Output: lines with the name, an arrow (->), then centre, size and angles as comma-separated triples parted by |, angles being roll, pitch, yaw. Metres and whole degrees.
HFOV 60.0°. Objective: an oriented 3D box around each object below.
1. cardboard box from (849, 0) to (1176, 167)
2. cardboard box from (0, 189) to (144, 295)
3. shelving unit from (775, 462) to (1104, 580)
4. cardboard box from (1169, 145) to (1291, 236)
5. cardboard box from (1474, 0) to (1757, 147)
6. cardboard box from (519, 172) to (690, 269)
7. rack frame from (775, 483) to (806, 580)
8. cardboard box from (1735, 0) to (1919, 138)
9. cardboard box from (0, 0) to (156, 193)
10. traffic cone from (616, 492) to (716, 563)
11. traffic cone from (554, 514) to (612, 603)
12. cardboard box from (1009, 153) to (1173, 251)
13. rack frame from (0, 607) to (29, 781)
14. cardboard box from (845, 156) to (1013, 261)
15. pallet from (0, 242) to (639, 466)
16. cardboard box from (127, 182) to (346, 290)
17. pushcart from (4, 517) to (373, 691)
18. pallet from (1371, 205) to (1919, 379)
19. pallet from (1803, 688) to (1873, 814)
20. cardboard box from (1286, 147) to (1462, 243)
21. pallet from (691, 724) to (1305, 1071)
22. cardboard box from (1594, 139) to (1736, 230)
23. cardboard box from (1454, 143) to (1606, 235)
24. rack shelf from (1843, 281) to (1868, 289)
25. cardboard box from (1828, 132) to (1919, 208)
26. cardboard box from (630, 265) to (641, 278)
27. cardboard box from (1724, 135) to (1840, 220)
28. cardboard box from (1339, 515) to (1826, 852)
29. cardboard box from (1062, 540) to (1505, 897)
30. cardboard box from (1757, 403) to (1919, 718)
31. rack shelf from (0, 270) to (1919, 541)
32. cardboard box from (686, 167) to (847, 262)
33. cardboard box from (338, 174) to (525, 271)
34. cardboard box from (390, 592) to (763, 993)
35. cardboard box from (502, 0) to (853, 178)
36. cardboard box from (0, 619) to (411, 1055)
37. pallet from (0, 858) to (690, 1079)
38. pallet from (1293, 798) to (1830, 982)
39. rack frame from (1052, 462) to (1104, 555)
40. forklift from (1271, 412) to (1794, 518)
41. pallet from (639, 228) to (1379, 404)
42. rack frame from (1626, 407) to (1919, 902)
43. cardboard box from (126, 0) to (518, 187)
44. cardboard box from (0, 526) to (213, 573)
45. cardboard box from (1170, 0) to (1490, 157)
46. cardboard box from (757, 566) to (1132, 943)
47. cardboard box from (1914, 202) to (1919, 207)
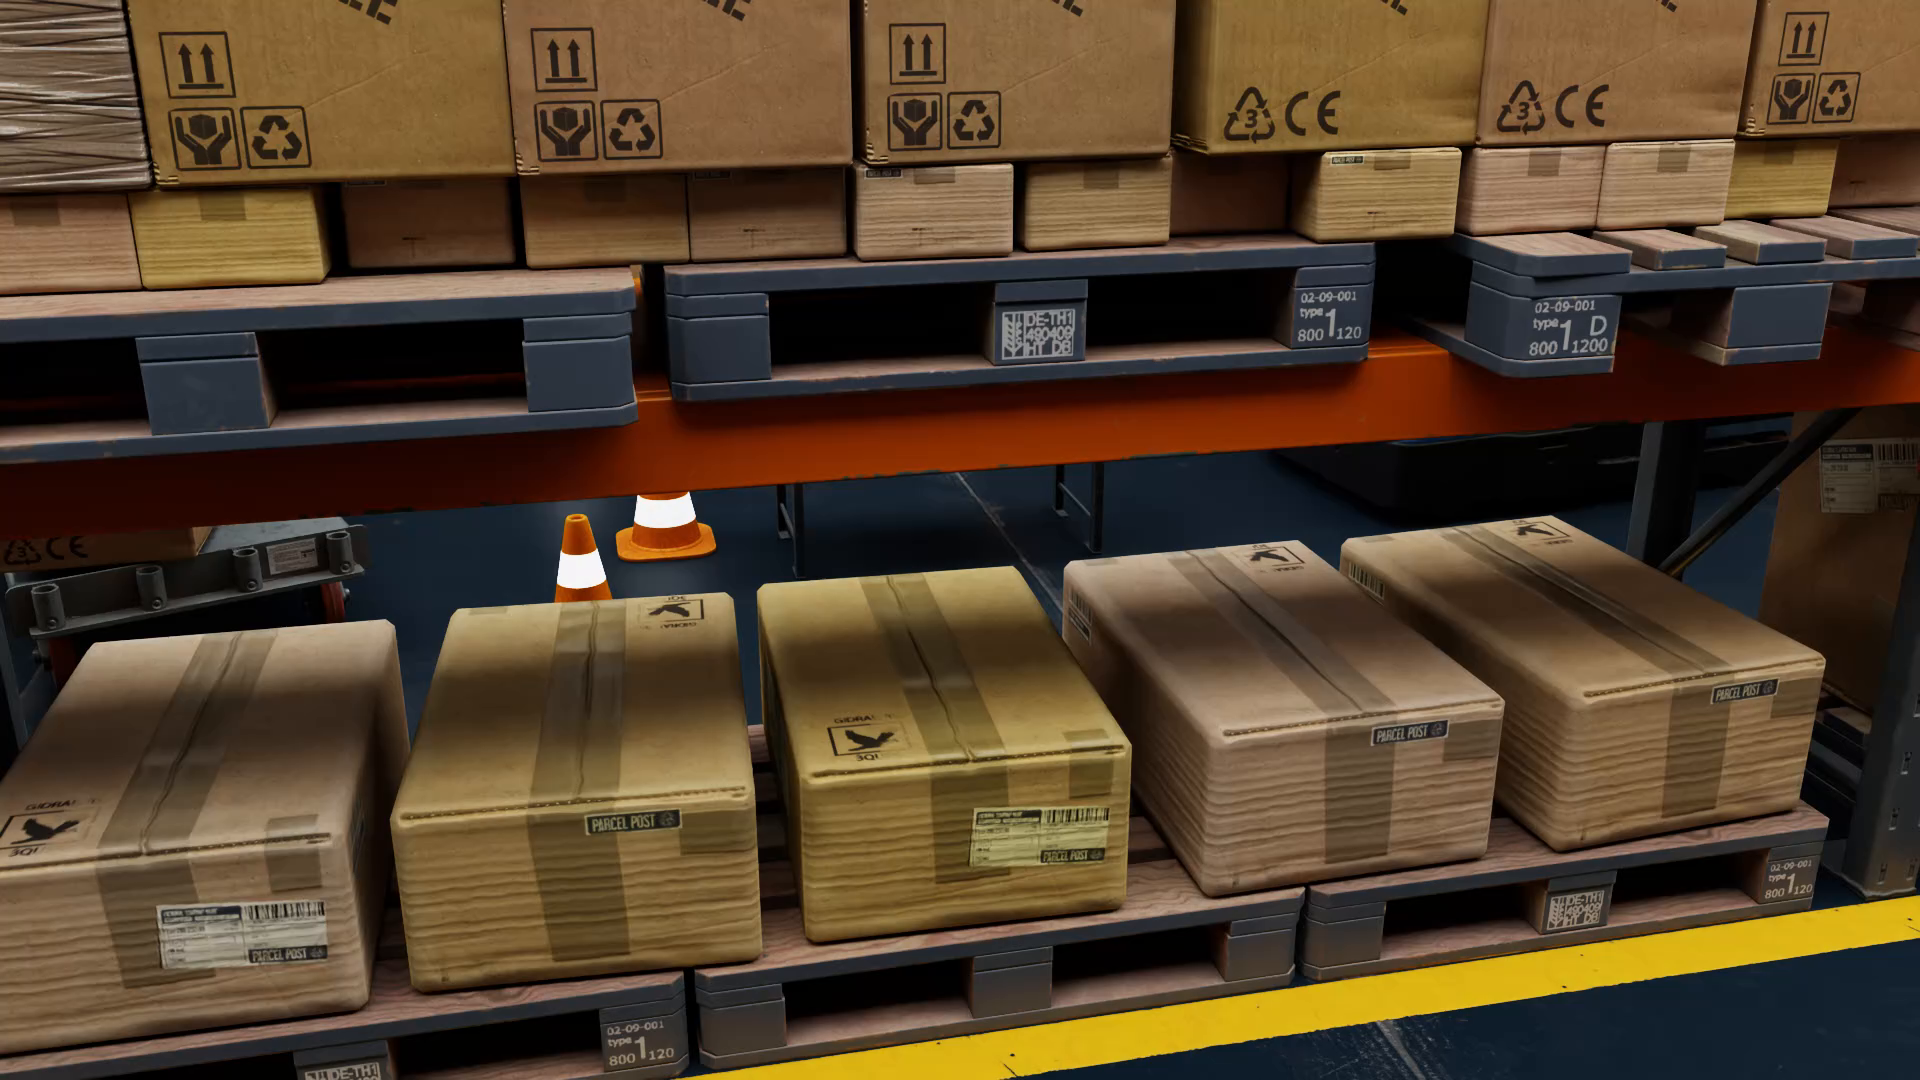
cardboard box -> 0.033, -0.914, 2.760 | 0.500, 0.500, 0.500 | -6, 21, -15
cardboard box -> -1.348, -0.487, 2.539 | 0.250, 0.149, 0.380 | -4, 21, -12
shelving unit -> -0.083, -0.697, 5.538 | 1.048, 1.500, 0.538 | -5, 21, -12
cardboard box -> 0.405, -0.659, 3.009 | 0.250, 0.149, 0.380 | -4, 21, -12
cardboard box -> 1.055, -0.997, 2.987 | 0.500, 0.500, 0.500 | -5, 21, -13
cardboard box -> -0.585, -0.559, 2.733 | 0.250, 0.149, 0.380 | -4, 21, -12
rack frame -> -0.578, -0.657, 5.428 | 0.032, 1.500, 0.500 | -5, 21, -12
cardboard box -> 1.556, -1.041, 3.108 | 0.500, 0.500, 0.500 | -5, 21, -14
cardboard box -> -1.437, -0.795, 2.436 | 0.500, 0.500, 0.500 | -4, 21, -11
traffic cone -> -1.022, -0.203, 5.697 | 0.334, 0.463, 0.336 | -5, 21, -12
traffic cone -> -1.074, 0.154, 4.721 | 0.334, 0.463, 0.336 | -5, 21, -12
cardboard box -> 0.179, -0.612, 2.879 | 0.250, 0.149, 0.380 | -5, 21, -14
rack frame -> -1.959, -0.470, 2.737 | 0.127, 3.000, 1.000 | -5, 21, -12
cardboard box -> -0.073, -0.581, 2.795 | 0.250, 0.149, 0.380 | -4, 20, -10
pallet -> -1.181, -0.392, 2.802 | 1.213, 0.211, 1.003 | -5, 21, -12
cardboard box -> -1.103, -0.504, 2.585 | 0.250, 0.149, 0.380 | -4, 21, -11
pushcart -> -2.532, 0.002, 5.261 | 0.936, 0.377, 1.648 | -13, 24, -31
pallet -> 1.265, -0.605, 3.383 | 1.003, 0.211, 1.213 | -5, 21, -12
pallet -> 2.719, 0.485, 4.182 | 1.213, 0.211, 1.003 | -5, 21, -12
cardboard box -> 0.678, -0.637, 2.948 | 0.250, 0.149, 0.380 | -4, 21, -12
pallet -> -0.012, 0.679, 3.653 | 1.213, 0.211, 1.003 | -5, 21, -12
cardboard box -> 1.190, -0.681, 3.067 | 0.250, 0.149, 0.380 | -5, 21, -13
cardboard box -> 0.943, -0.664, 3.020 | 0.250, 0.149, 0.380 | -6, 21, -15
rack shelf -> 3.880, -0.607, 4.157 | 4.000, 0.370, 1.077 | -5, 21, -12
cardboard box -> 1.669, -0.761, 3.286 | 0.250, 0.149, 0.380 | -4, 20, -10
cardboard box -> -1.673, -1.414, 7.974 | 0.750, 0.750, 1.050 | -5, 21, -12
cardboard box -> 1.425, -0.716, 3.162 | 0.250, 0.149, 0.380 | -4, 21, -12
cardboard box -> 1.382, 0.291, 3.868 | 0.625, 0.372, 0.950 | -6, 21, -16
cardboard box -> 0.666, 0.352, 3.701 | 0.625, 0.372, 0.950 | -5, 21, -14
cardboard box -> 2.625, -0.013, 3.968 | 0.875, 0.875, 0.875 | -5, 21, -13
rack shelf -> -0.012, -0.291, 3.293 | 4.000, 0.370, 1.077 | -5, 21, -12
cardboard box -> -0.344, -0.577, 2.785 | 0.250, 0.149, 0.380 | -4, 21, -12
cardboard box -> -0.845, -0.552, 2.716 | 0.250, 0.149, 0.380 | -3, 20, -9
cardboard box -> -0.750, 0.466, 3.391 | 0.625, 0.372, 0.950 | -3, 20, -9
cardboard box -> -0.465, -0.869, 2.639 | 0.500, 0.500, 0.500 | -5, 21, -13
cardboard box -> -1.449, 0.524, 3.232 | 0.625, 0.372, 0.950 | -4, 21, -12
pallet -> -1.201, 0.777, 3.386 | 1.213, 0.211, 1.003 | -5, 21, -12
pallet -> 1.173, 0.584, 3.913 | 1.213, 0.211, 1.003 | -5, 21, -12
rack frame -> 0.412, -0.738, 5.648 | 0.032, 1.500, 0.500 | -5, 21, -12
forklift -> 2.753, -1.757, 6.350 | 3.031, 2.935, 1.130 | -7, 21, -20
pallet -> 0.017, -0.526, 3.169 | 1.213, 0.211, 1.003 | -5, 21, -12
rack frame -> 1.934, -0.787, 3.601 | 0.127, 3.000, 1.000 | -5, 21, -12
cardboard box -> -0.949, -0.835, 2.544 | 0.500, 0.500, 0.500 | -5, 21, -12
cardboard box -> -2.398, -0.245, 4.657 | 0.500, 0.500, 0.500 | -5, 21, -12
cardboard box -> 0.564, -0.957, 2.877 | 0.500, 0.500, 0.500 | -6, 21, -16
cardboard box -> -0.074, 0.411, 3.543 | 0.625, 0.372, 0.950 | -4, 20, -11
cardboard box -> 2.366, -0.843, 3.974 | 0.500, 0.250, 0.500 | -5, 21, -14
